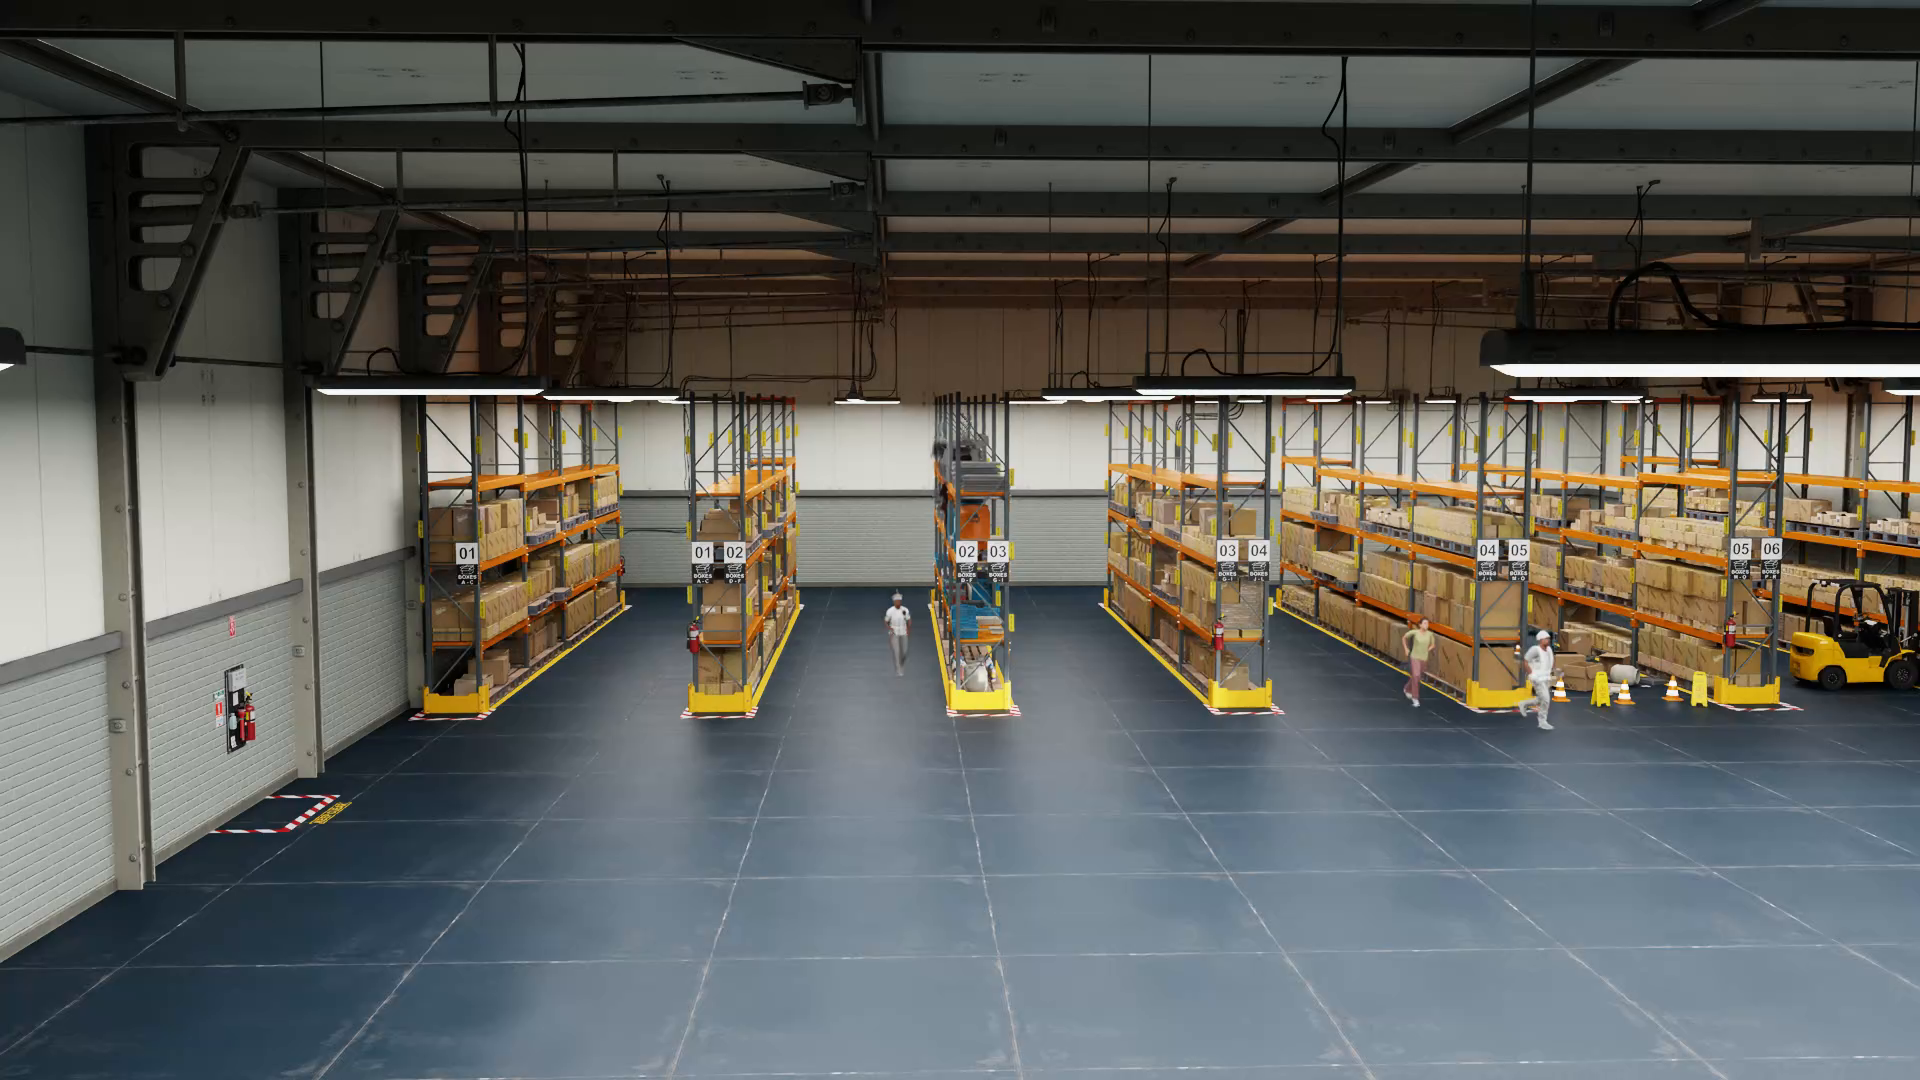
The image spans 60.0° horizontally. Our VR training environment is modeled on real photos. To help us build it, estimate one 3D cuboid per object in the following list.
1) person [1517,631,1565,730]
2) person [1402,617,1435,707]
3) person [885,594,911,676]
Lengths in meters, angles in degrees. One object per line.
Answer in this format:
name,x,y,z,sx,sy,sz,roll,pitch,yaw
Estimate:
person,10.296,2.477,29.733,0.664,1.742,0.800,-4,6,-39
person,8.893,2.321,32.155,0.594,1.685,0.907,-1,5,-11
person,-1.232,1.918,33.539,0.550,1.678,0.513,-1,5,-12
